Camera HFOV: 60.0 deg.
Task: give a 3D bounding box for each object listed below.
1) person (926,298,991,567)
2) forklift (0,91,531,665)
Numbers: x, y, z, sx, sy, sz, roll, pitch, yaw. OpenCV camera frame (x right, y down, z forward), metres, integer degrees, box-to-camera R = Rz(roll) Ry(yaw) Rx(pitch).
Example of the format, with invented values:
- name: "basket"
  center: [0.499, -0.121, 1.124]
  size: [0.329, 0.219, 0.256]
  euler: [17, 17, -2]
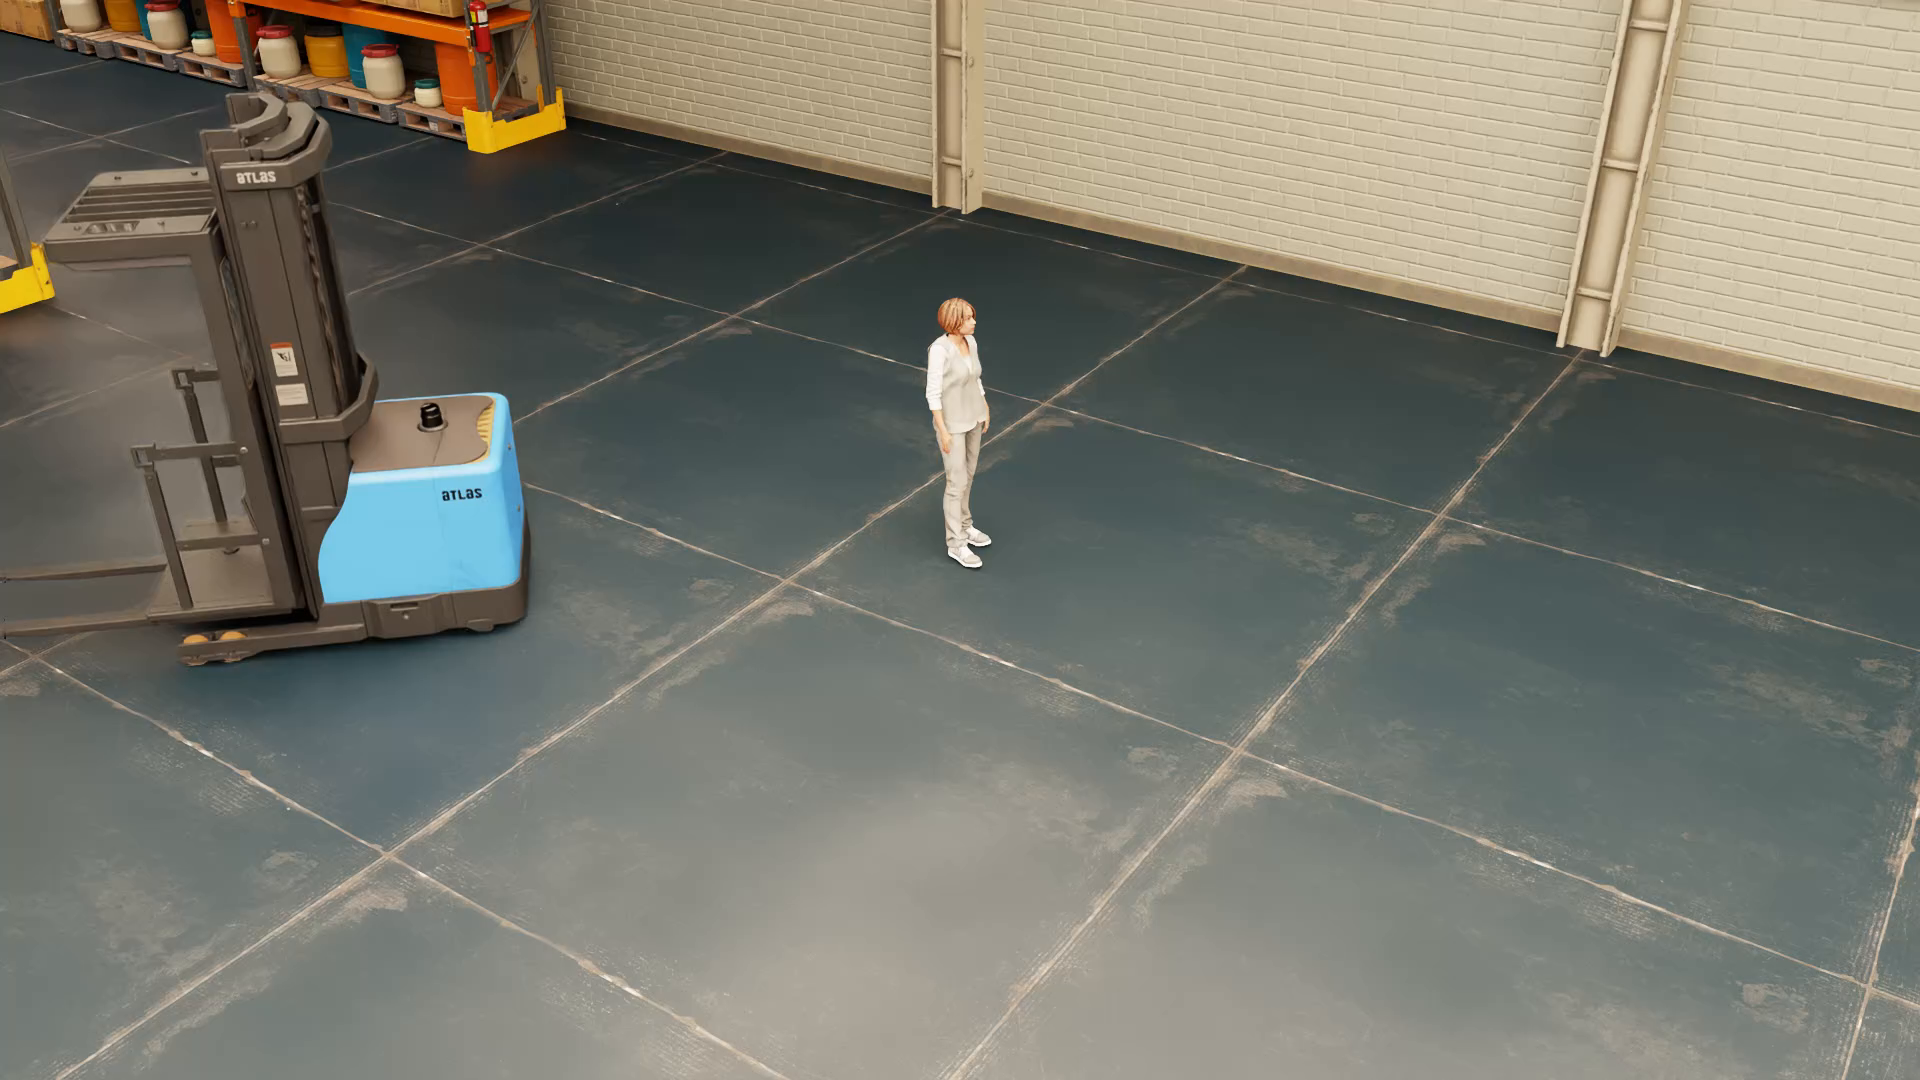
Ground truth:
- name: "person"
  center: [0.054, -0.670, 10.049]
  size: [0.473, 1.599, 0.520]
  euler: [19, 35, 29]
- name: "forklift"
  center: [-4.081, -0.855, 9.053]
  size: [3.031, 2.935, 1.130]
  euler: [-5, 31, -9]
